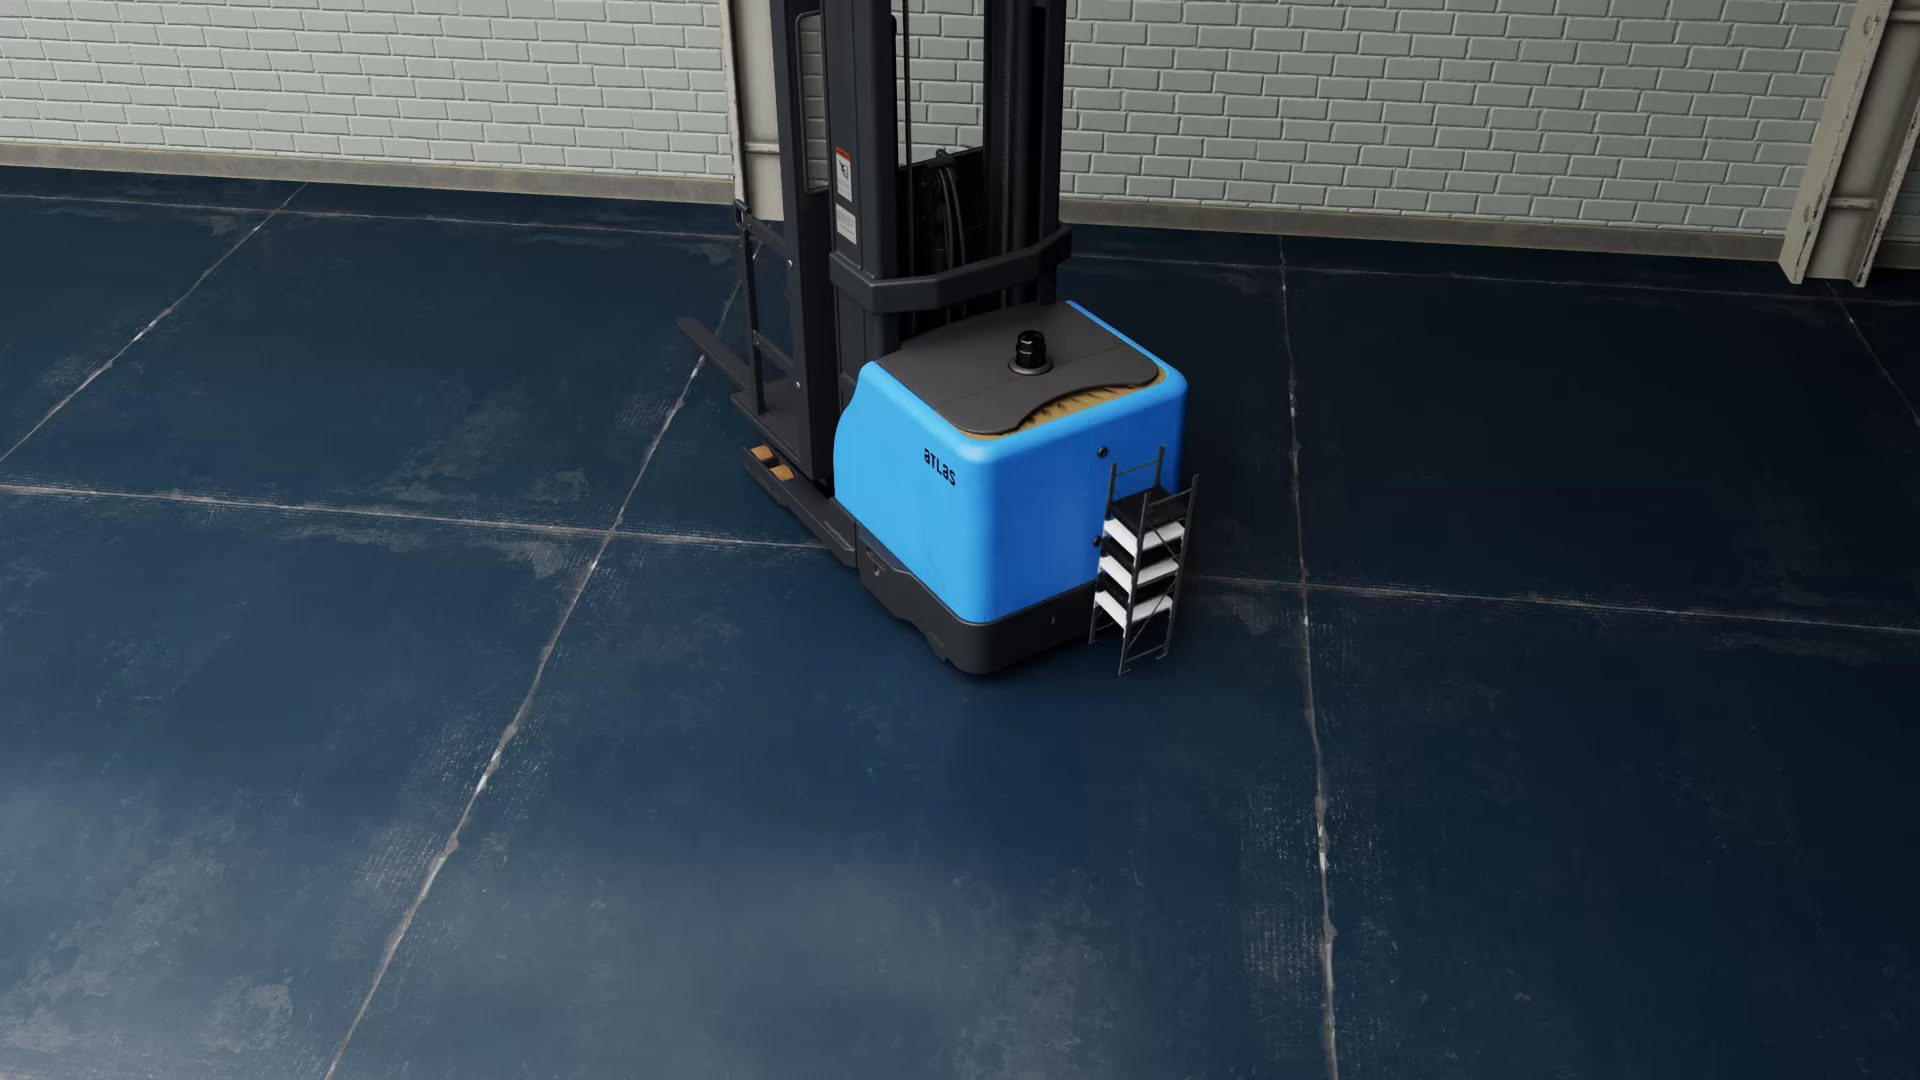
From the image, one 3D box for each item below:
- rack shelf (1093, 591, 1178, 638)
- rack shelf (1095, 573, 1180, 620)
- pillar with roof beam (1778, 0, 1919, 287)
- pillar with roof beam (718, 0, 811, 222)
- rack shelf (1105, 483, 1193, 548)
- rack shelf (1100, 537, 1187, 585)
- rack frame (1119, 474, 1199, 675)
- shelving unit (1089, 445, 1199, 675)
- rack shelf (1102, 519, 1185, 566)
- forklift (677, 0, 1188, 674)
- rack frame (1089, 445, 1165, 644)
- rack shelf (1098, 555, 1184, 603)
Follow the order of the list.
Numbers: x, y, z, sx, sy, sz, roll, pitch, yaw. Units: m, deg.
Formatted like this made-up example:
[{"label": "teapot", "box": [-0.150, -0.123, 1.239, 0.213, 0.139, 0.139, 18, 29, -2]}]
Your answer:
[{"label": "rack shelf", "box": [0.681, 0.253, 6.475, 0.258, 0.077, 0.200, -20, 45, -26]}, {"label": "rack shelf", "box": [0.685, 0.183, 6.417, 0.258, 0.077, 0.200, -20, 45, -26]}, {"label": "pillar with roof beam", "box": [4.294, -2.685, 3.265, 0.400, 9.000, 9.100, 4, 36, 6]}, {"label": "pillar with roof beam", "box": [-1.657, -3.129, 3.887, 0.400, 9.000, 9.100, 4, 36, 6]}, {"label": "rack shelf", "box": [0.701, -0.094, 6.188, 0.258, 0.077, 0.200, -20, 45, -26]}, {"label": "rack shelf", "box": [0.693, 0.045, 6.303, 0.258, 0.077, 0.200, -20, 45, -26]}, {"label": "rack frame", "box": [0.745, 0.145, 6.274, 0.240, 0.900, 0.006, -20, 45, -26]}, {"label": "shelving unit", "box": [0.691, 0.088, 6.339, 0.258, 0.900, 0.210, -20, 45, -26]}, {"label": "rack shelf", "box": [0.697, -0.025, 6.245, 0.258, 0.077, 0.200, -20, 45, -26]}, {"label": "forklift", "box": [-0.338, -1.498, 6.826, 1.130, 2.935, 3.031, -21, 40, -26]}, {"label": "rack frame", "box": [0.637, 0.032, 6.404, 0.240, 0.900, 0.006, -20, 45, -26]}, {"label": "rack shelf", "box": [0.689, 0.114, 6.360, 0.258, 0.077, 0.200, -20, 45, -26]}]
